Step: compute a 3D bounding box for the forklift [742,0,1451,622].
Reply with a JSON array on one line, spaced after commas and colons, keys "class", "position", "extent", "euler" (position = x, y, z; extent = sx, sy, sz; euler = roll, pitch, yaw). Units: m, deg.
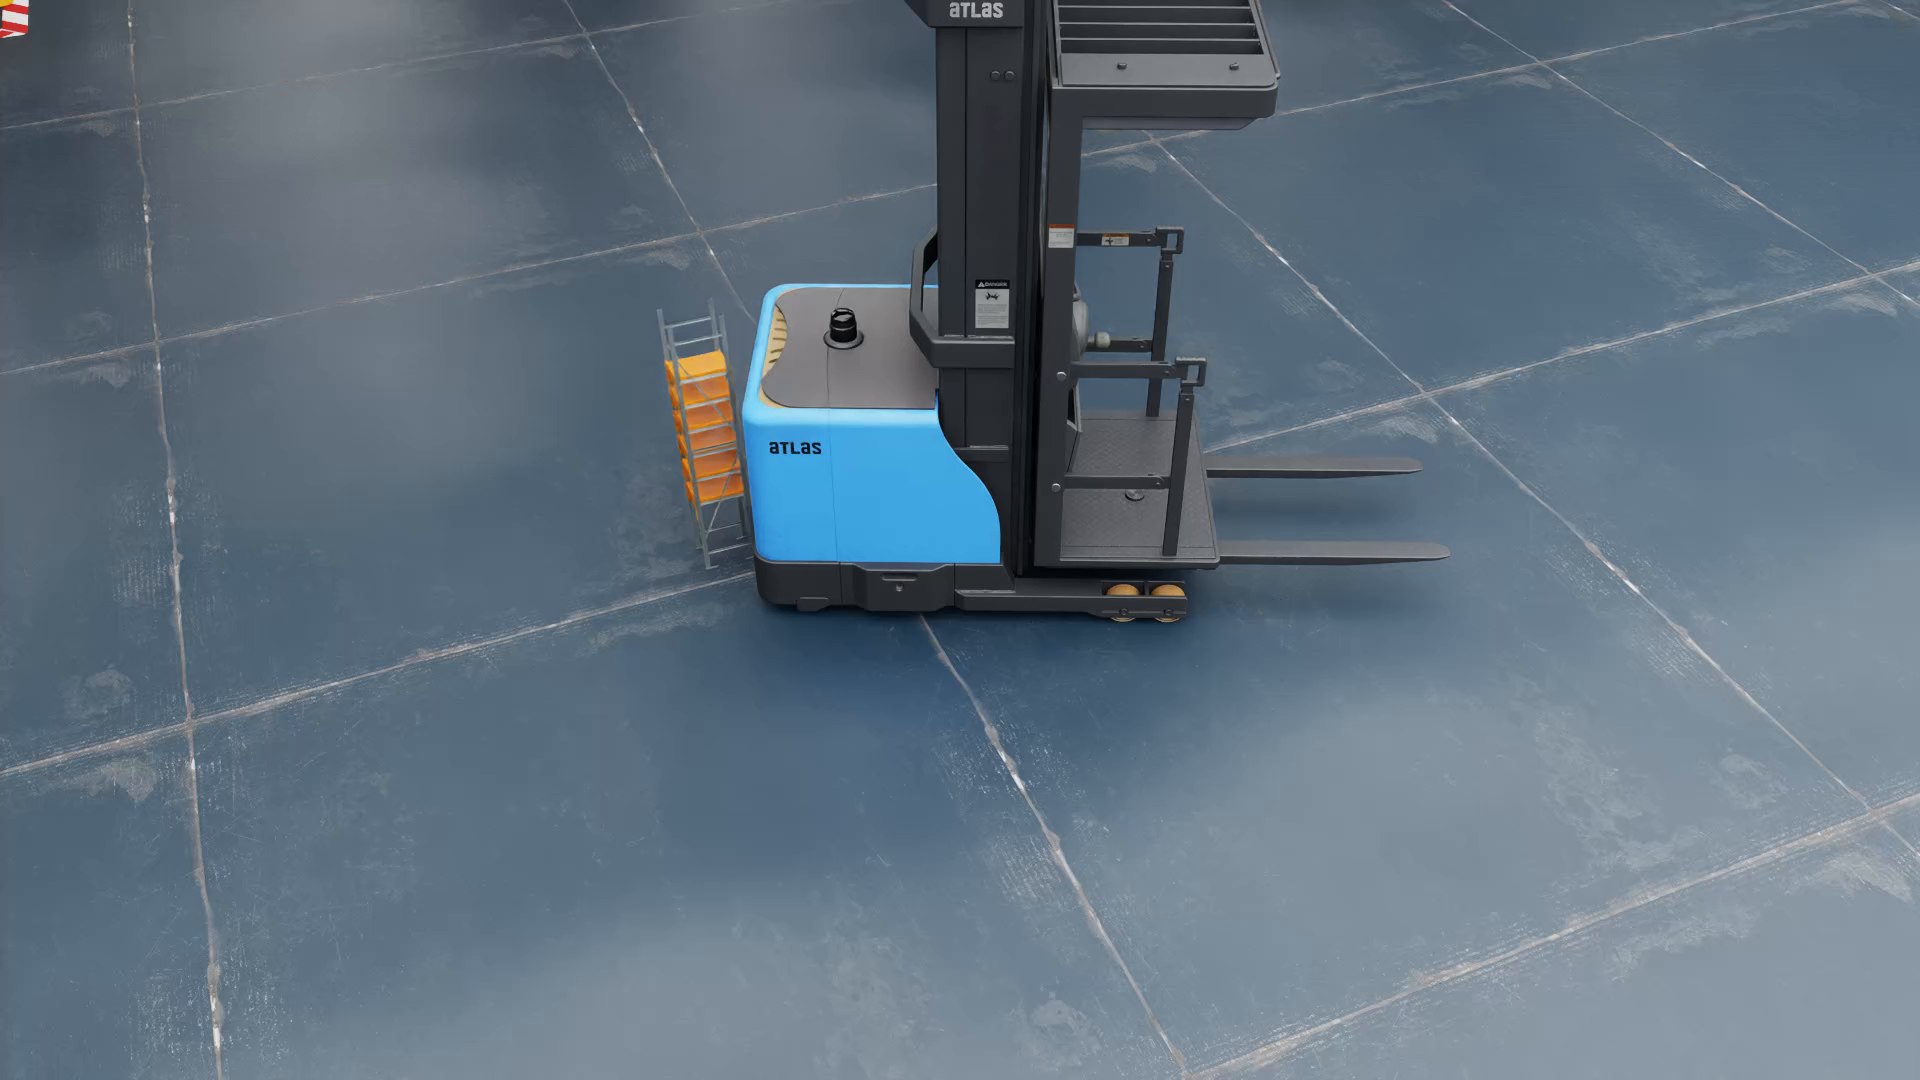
[{"class": "forklift", "position": [0.630, -1.105, 6.706], "extent": [3.031, 2.935, 1.130], "euler": [1, 41, 1]}]

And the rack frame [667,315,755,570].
[{"class": "rack frame", "position": [-1.060, -0.398, 7.179], "extent": [0.240, 1.200, 0.006], "euler": [-14, 34, -16]}]

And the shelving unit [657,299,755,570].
[{"class": "shelving unit", "position": [-1.093, -0.443, 7.251], "extent": [0.258, 1.200, 0.189], "euler": [-14, 34, -16]}]

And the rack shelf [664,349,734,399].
[{"class": "rack shelf", "position": [-1.110, -0.708, 7.080], "extent": [0.258, 0.103, 0.180], "euler": [-14, 34, -16]}]

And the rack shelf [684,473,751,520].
[{"class": "rack shelf", "position": [-1.078, -0.205, 7.406], "extent": [0.258, 0.103, 0.180], "euler": [-14, 34, -16]}]

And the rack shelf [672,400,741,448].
[{"class": "rack shelf", "position": [-1.097, -0.506, 7.210], "extent": [0.258, 0.103, 0.180], "euler": [-14, 34, -16]}]

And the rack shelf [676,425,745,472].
[{"class": "rack shelf", "position": [-1.091, -0.406, 7.276], "extent": [0.258, 0.103, 0.180], "euler": [-14, 34, -16]}]

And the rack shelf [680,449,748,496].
[{"class": "rack shelf", "position": [-1.084, -0.305, 7.341], "extent": [0.258, 0.103, 0.180], "euler": [-14, 34, -16]}]

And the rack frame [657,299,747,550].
[{"class": "rack frame", "position": [-1.126, -0.488, 7.324], "extent": [0.240, 1.200, 0.006], "euler": [-14, 34, -16]}]

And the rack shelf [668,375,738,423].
[{"class": "rack shelf", "position": [-1.103, -0.607, 7.145], "extent": [0.258, 0.103, 0.180], "euler": [-14, 34, -16]}]

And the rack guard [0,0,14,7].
[{"class": "rack guard", "position": [-7.583, -4.091, 12.043], "extent": [1.175, 0.500, 0.348], "euler": [-15, 43, -17]}]
